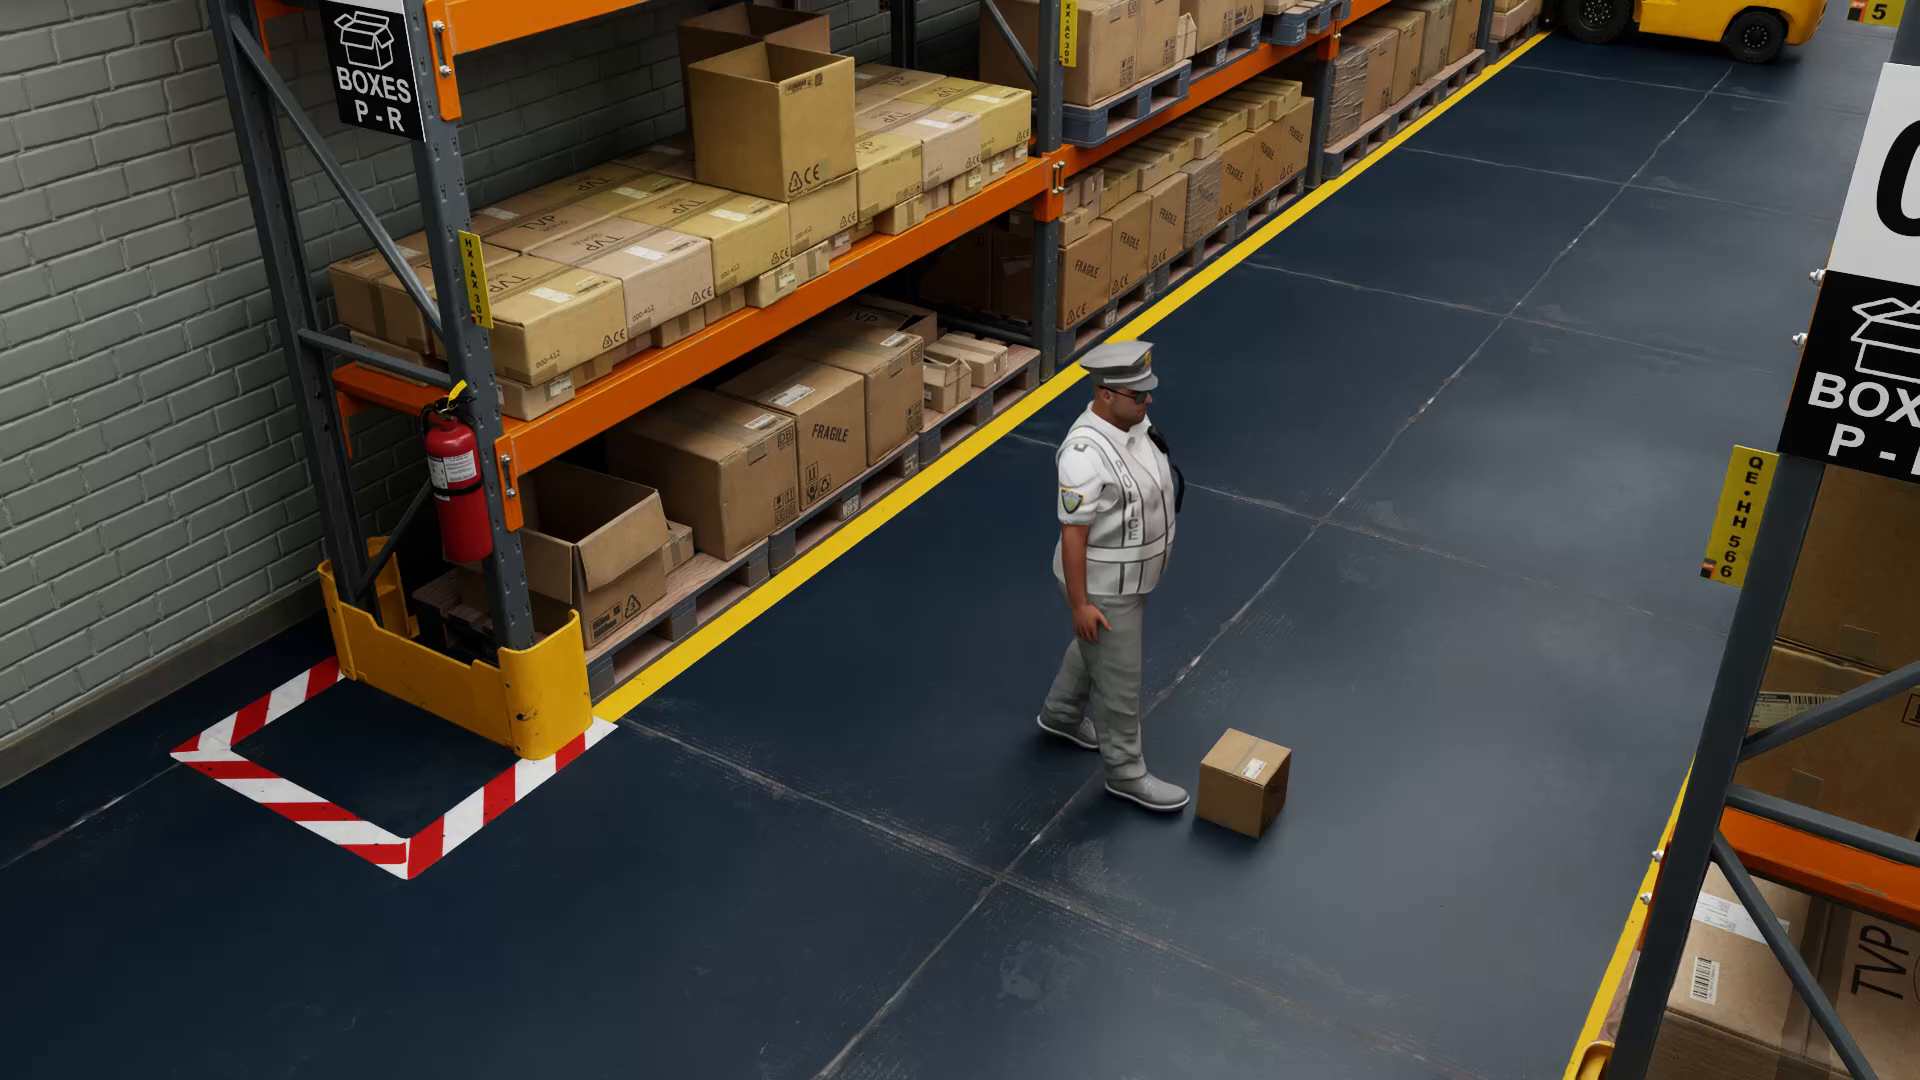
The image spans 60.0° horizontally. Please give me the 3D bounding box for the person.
[{"bbox_3d":[0.574,0.120,5.897,0.701,1.760,0.550,14,33,23],"label":"person"}]
